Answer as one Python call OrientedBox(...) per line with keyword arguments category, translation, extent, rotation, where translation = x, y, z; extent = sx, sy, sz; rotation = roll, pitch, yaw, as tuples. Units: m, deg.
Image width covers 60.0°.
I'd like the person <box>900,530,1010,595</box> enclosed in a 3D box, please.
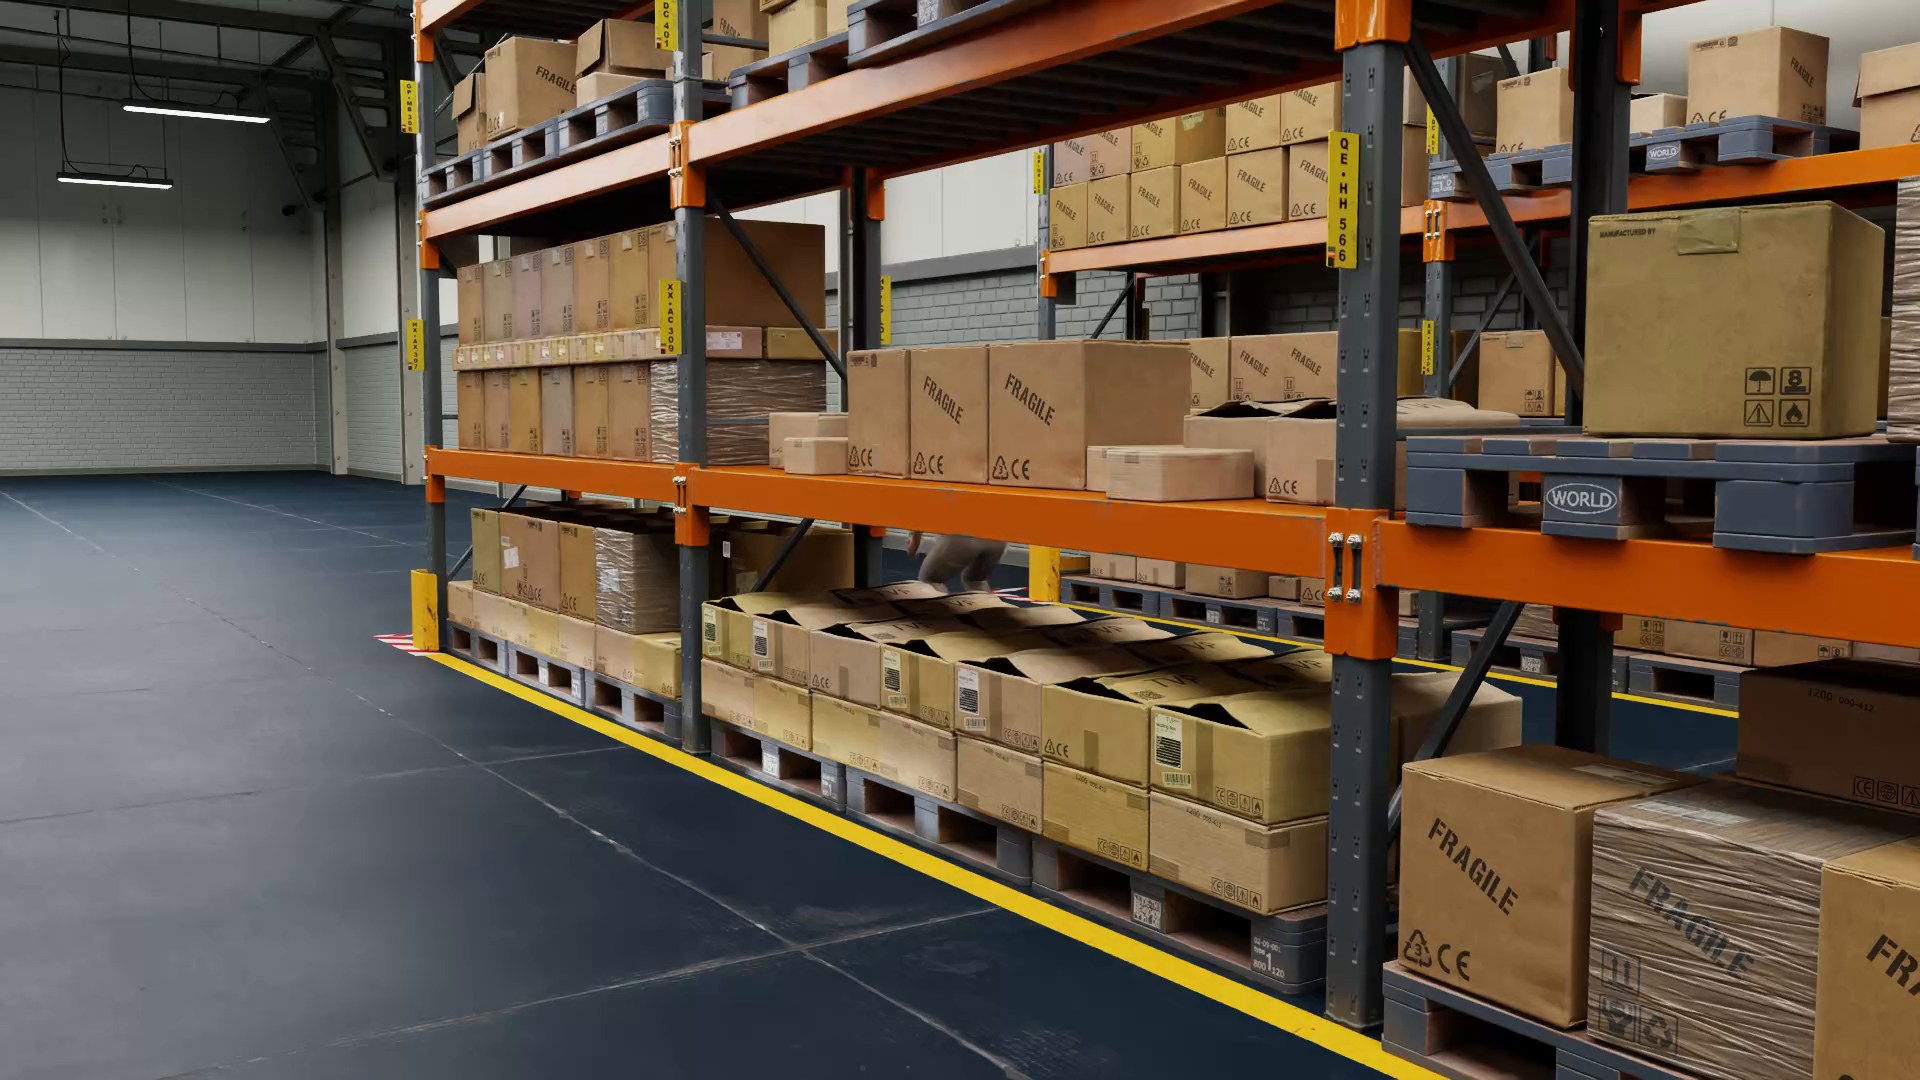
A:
OrientedBox(category="person", translation=(-0.074, 0.323, 11.019), extent=(0.528, 0.788, 0.940), rotation=(-3, 6, -35))
